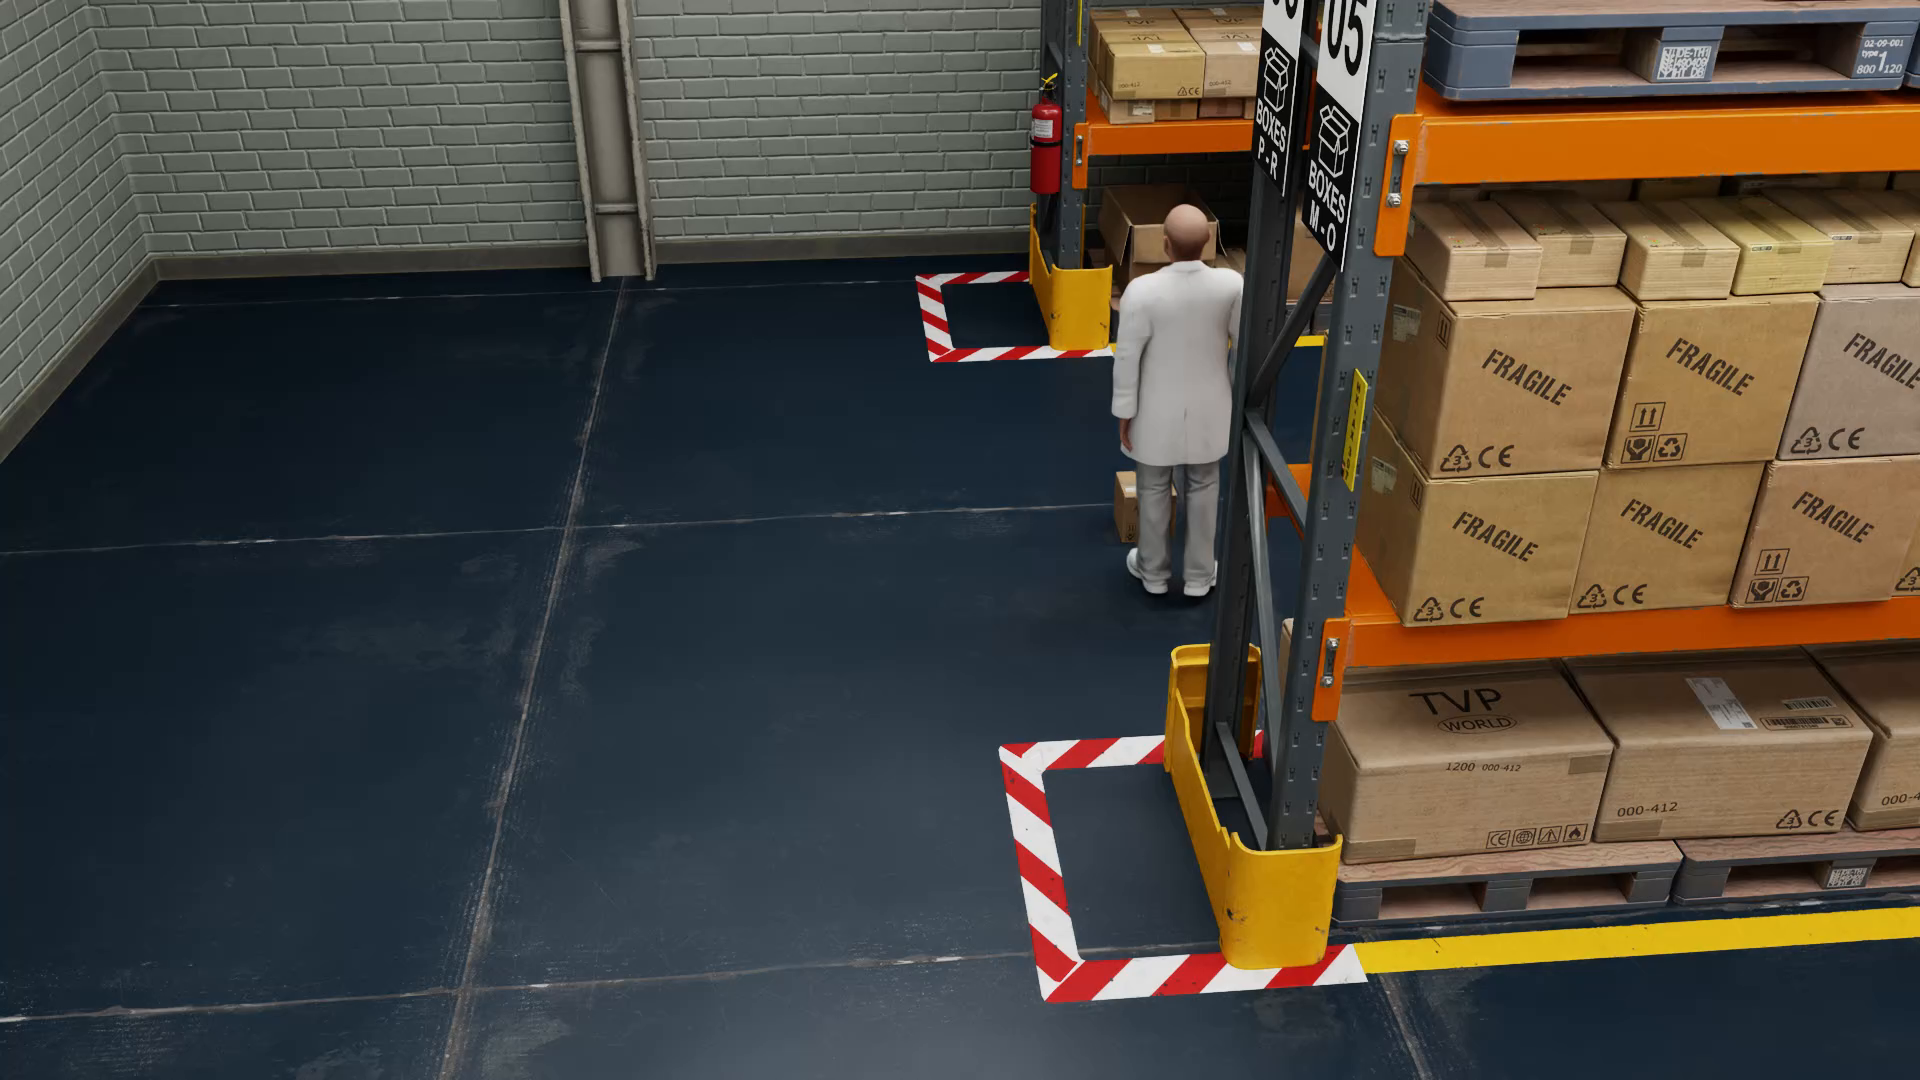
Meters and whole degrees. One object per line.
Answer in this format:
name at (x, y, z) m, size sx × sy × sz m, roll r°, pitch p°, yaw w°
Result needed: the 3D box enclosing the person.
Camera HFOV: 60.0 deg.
person at (0.945, -0.583, 7.098) m, size 0.645 × 1.802 × 0.442 m, roll -3°, pitch 31°, yaw -5°
